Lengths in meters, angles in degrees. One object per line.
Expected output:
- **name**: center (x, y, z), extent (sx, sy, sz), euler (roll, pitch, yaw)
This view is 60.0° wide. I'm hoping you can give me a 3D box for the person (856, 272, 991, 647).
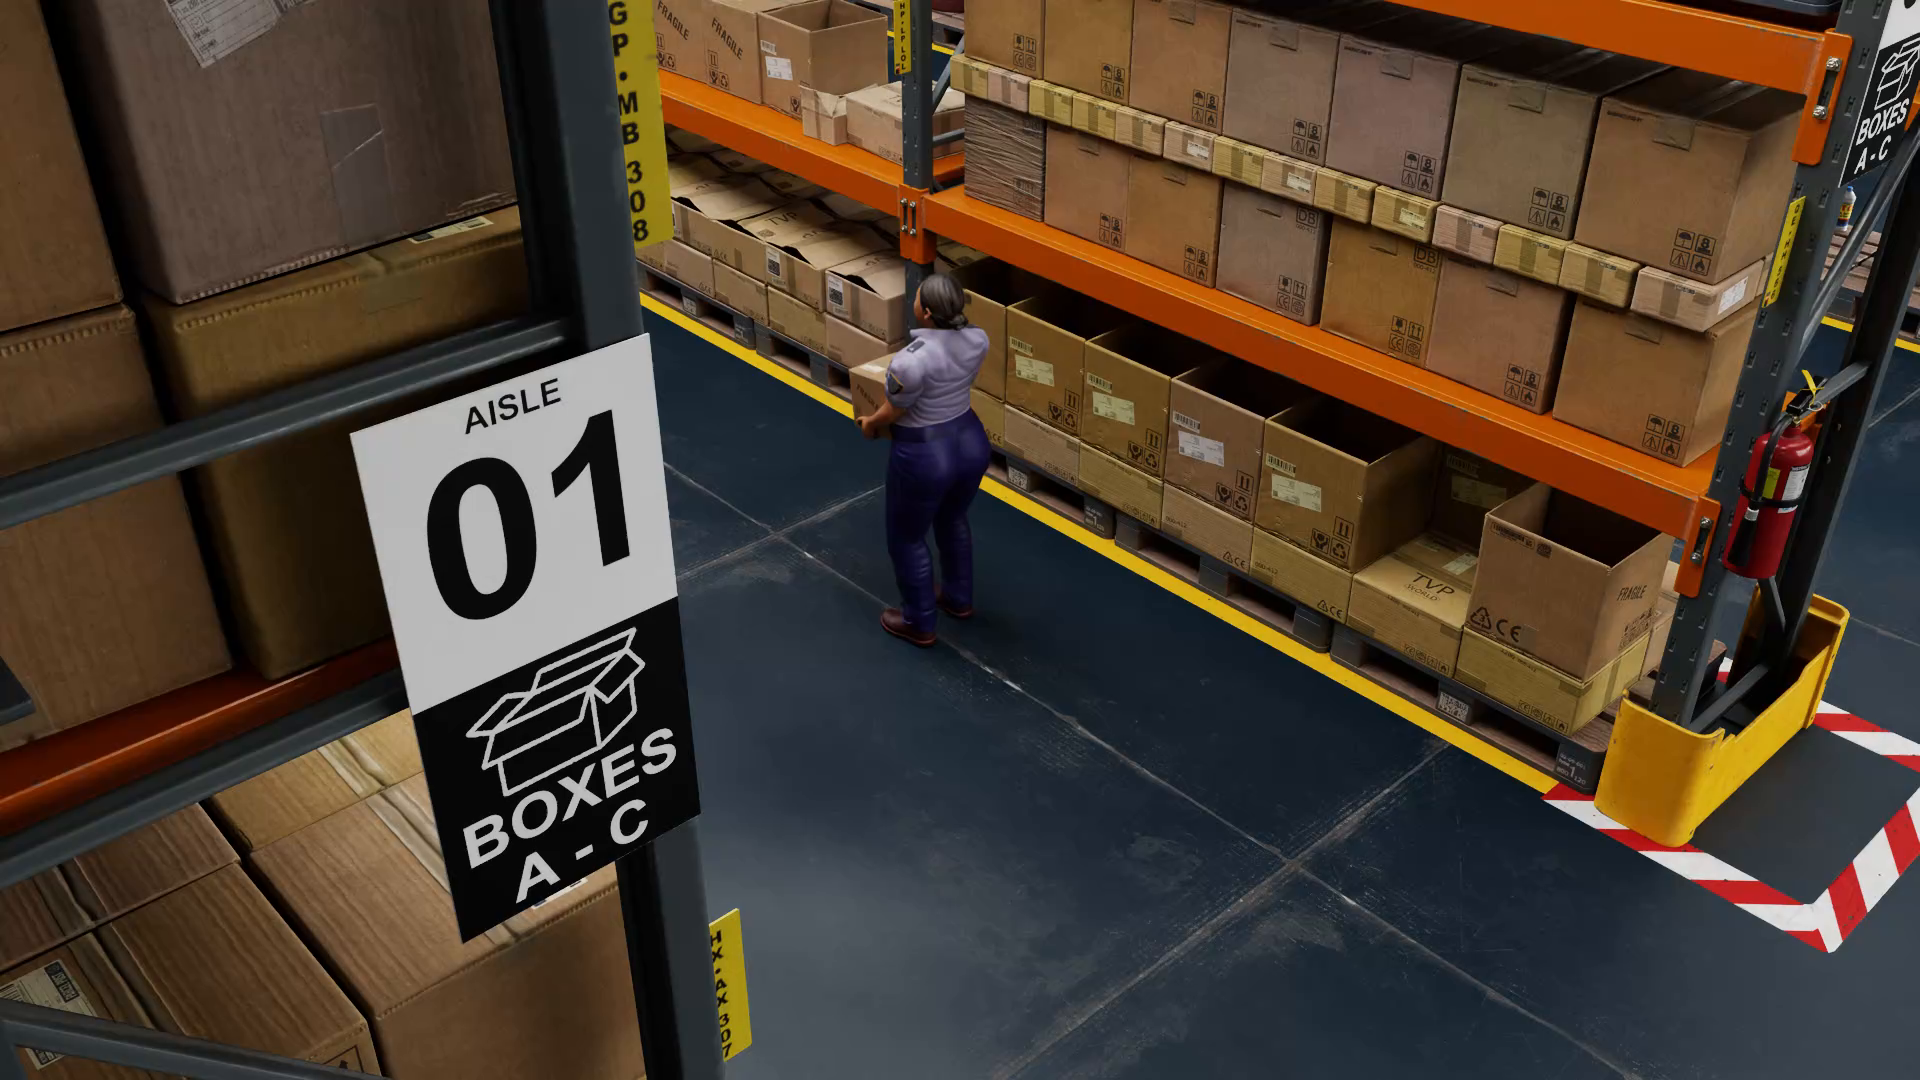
- **person**: center (-0.154, -0.363, 6.743), extent (0.452, 1.635, 0.525), euler (-25, 40, -34)
